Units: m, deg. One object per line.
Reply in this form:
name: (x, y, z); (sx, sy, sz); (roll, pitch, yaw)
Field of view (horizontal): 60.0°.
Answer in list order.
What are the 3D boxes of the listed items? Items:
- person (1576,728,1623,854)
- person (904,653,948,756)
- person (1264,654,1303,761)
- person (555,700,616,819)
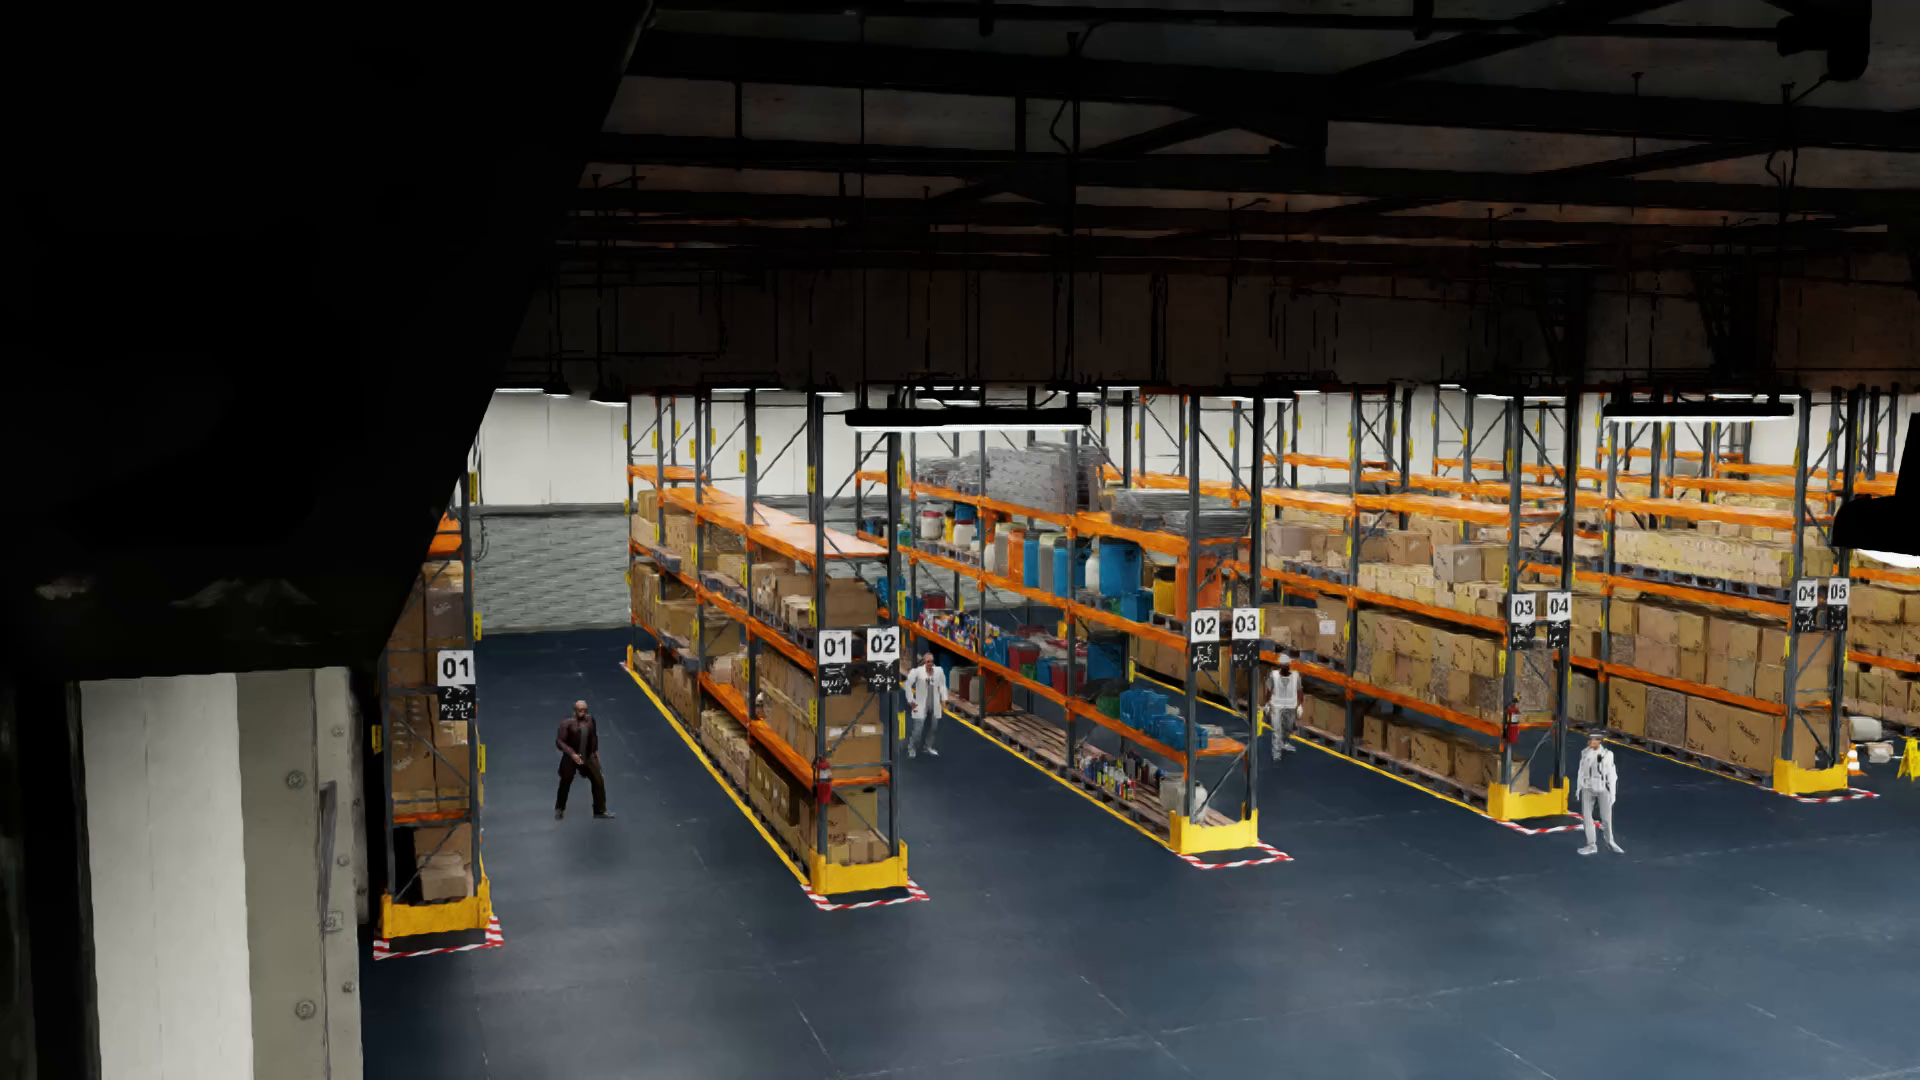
person: (8.360, 3.268, 21.757); (0.519, 1.669, 0.572); (-6, 8, -44)
person: (-0.568, 2.673, 27.151); (0.724, 1.733, 0.546); (-2, 6, -21)
person: (5.264, 2.689, 27.038); (0.605, 1.731, 0.983); (0, 6, 1)
person: (-5.348, 3.062, 23.319); (0.735, 1.712, 0.904); (-4, 7, -35)
